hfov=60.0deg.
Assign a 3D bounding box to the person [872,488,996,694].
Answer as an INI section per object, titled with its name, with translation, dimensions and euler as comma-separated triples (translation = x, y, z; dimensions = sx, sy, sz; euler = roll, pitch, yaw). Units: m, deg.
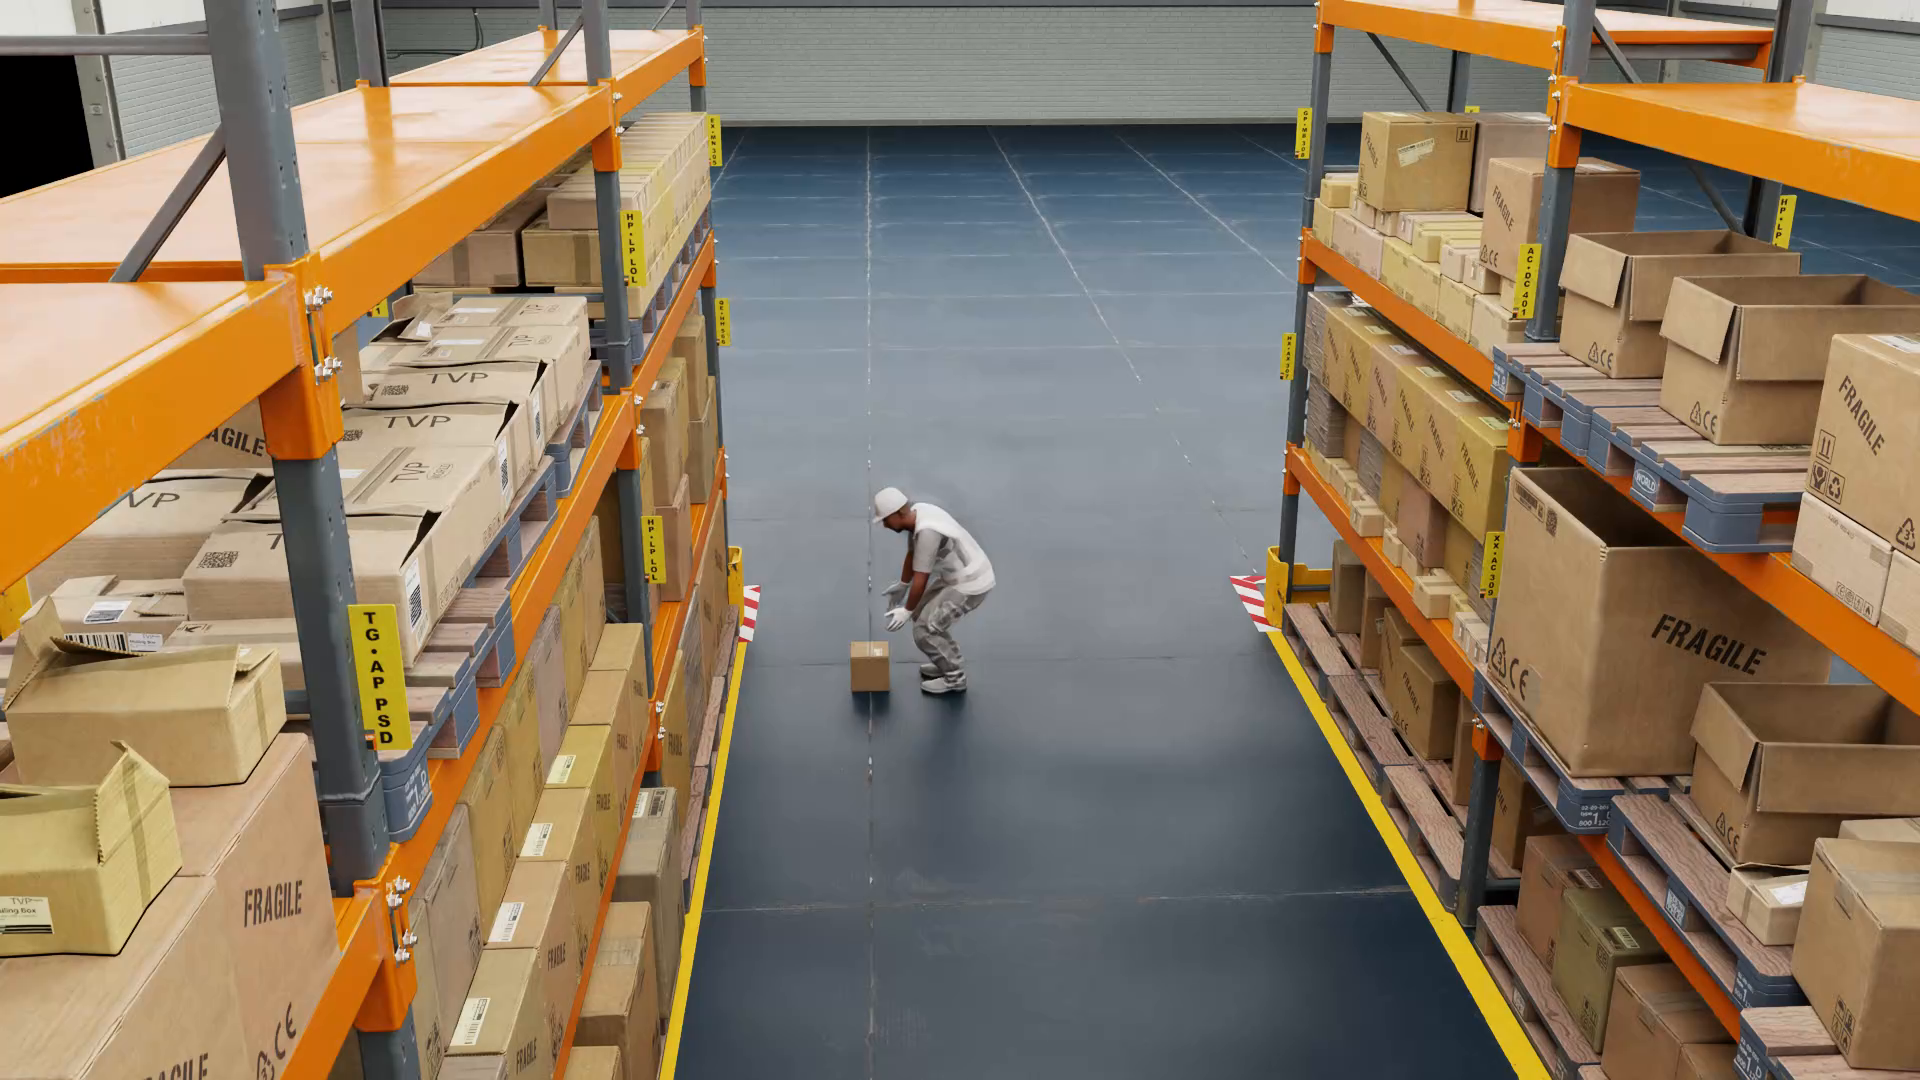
[person]
translation = -0.164, 0.313, 10.782
dimensions = 0.789, 1.380, 0.613
euler = -1, 20, -3
